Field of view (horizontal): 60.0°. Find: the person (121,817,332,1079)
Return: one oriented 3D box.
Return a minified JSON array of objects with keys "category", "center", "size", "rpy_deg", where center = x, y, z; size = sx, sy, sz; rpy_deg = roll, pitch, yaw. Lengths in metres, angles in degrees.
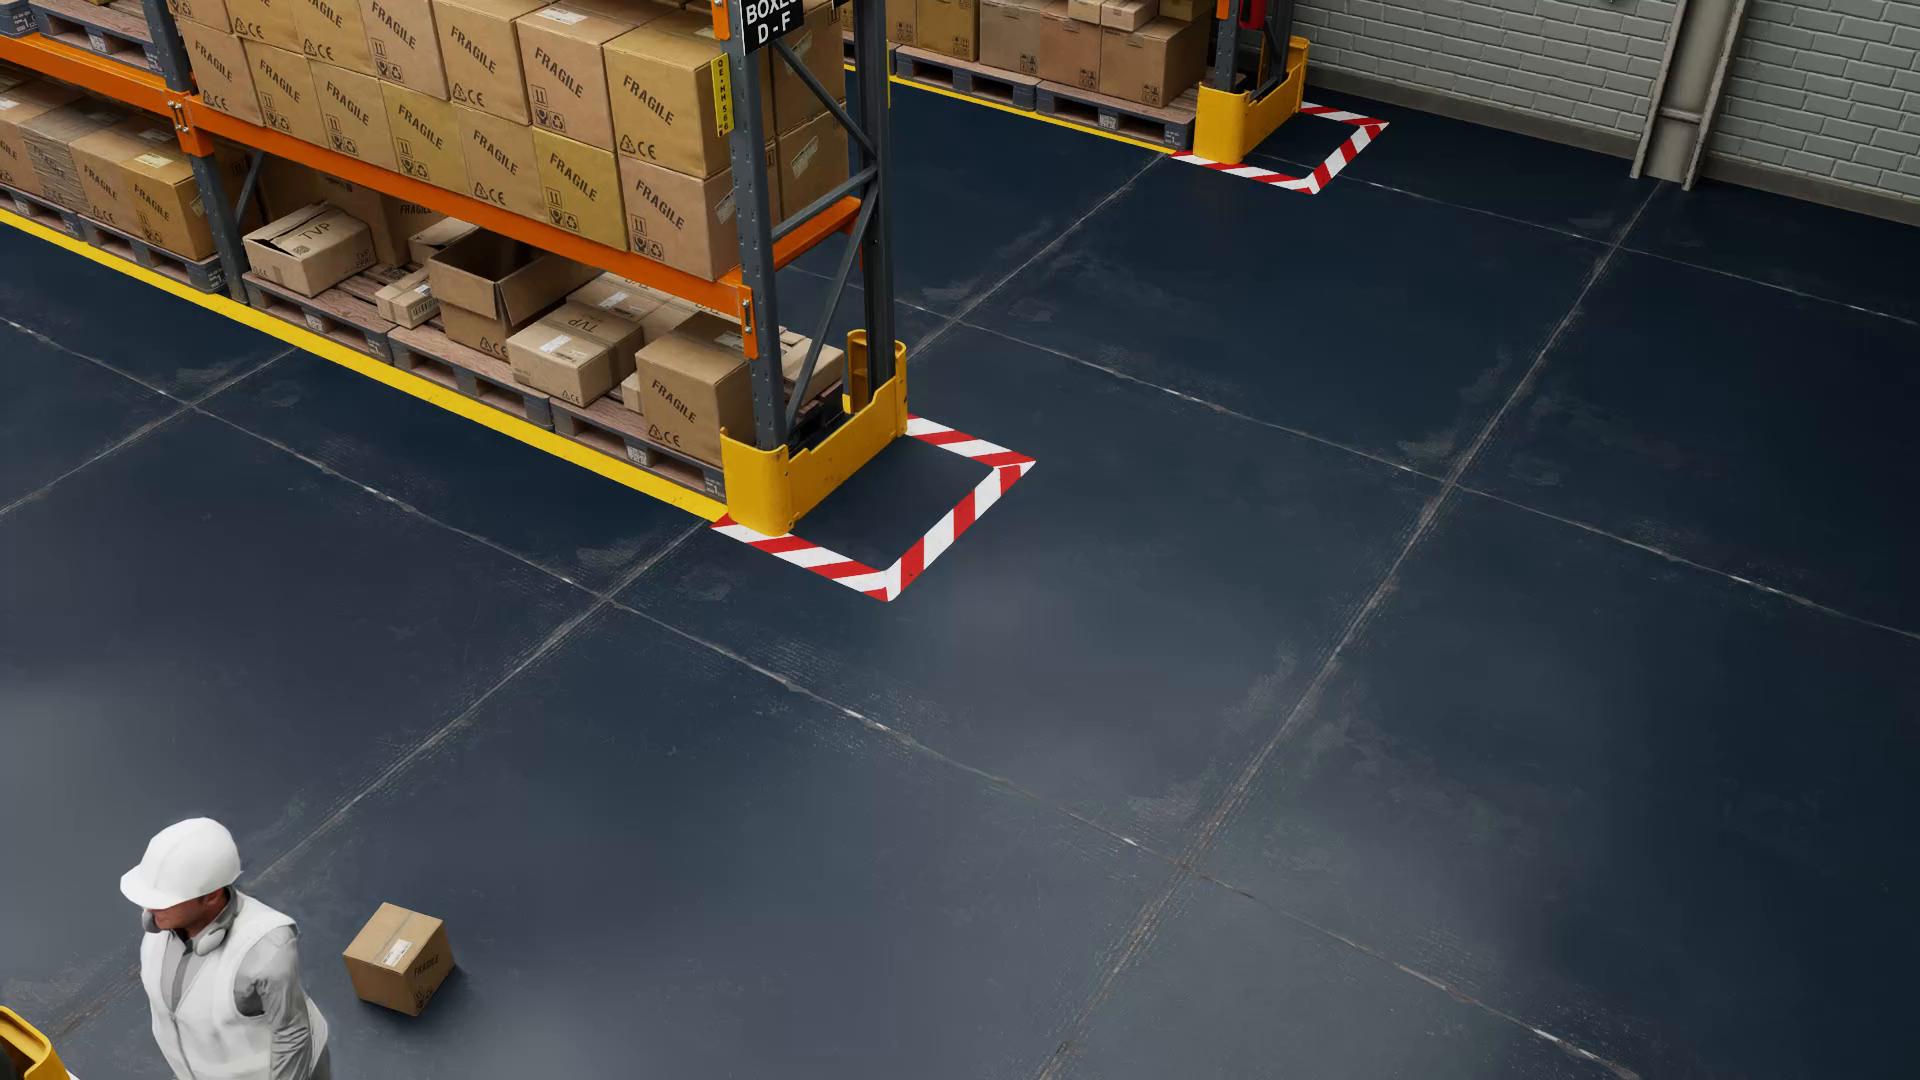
[{"category":"person","center":[-2.038,1.511,4.744],"size":[0.535,1.819,0.508],"rpy_deg":[14,40,17]}]
